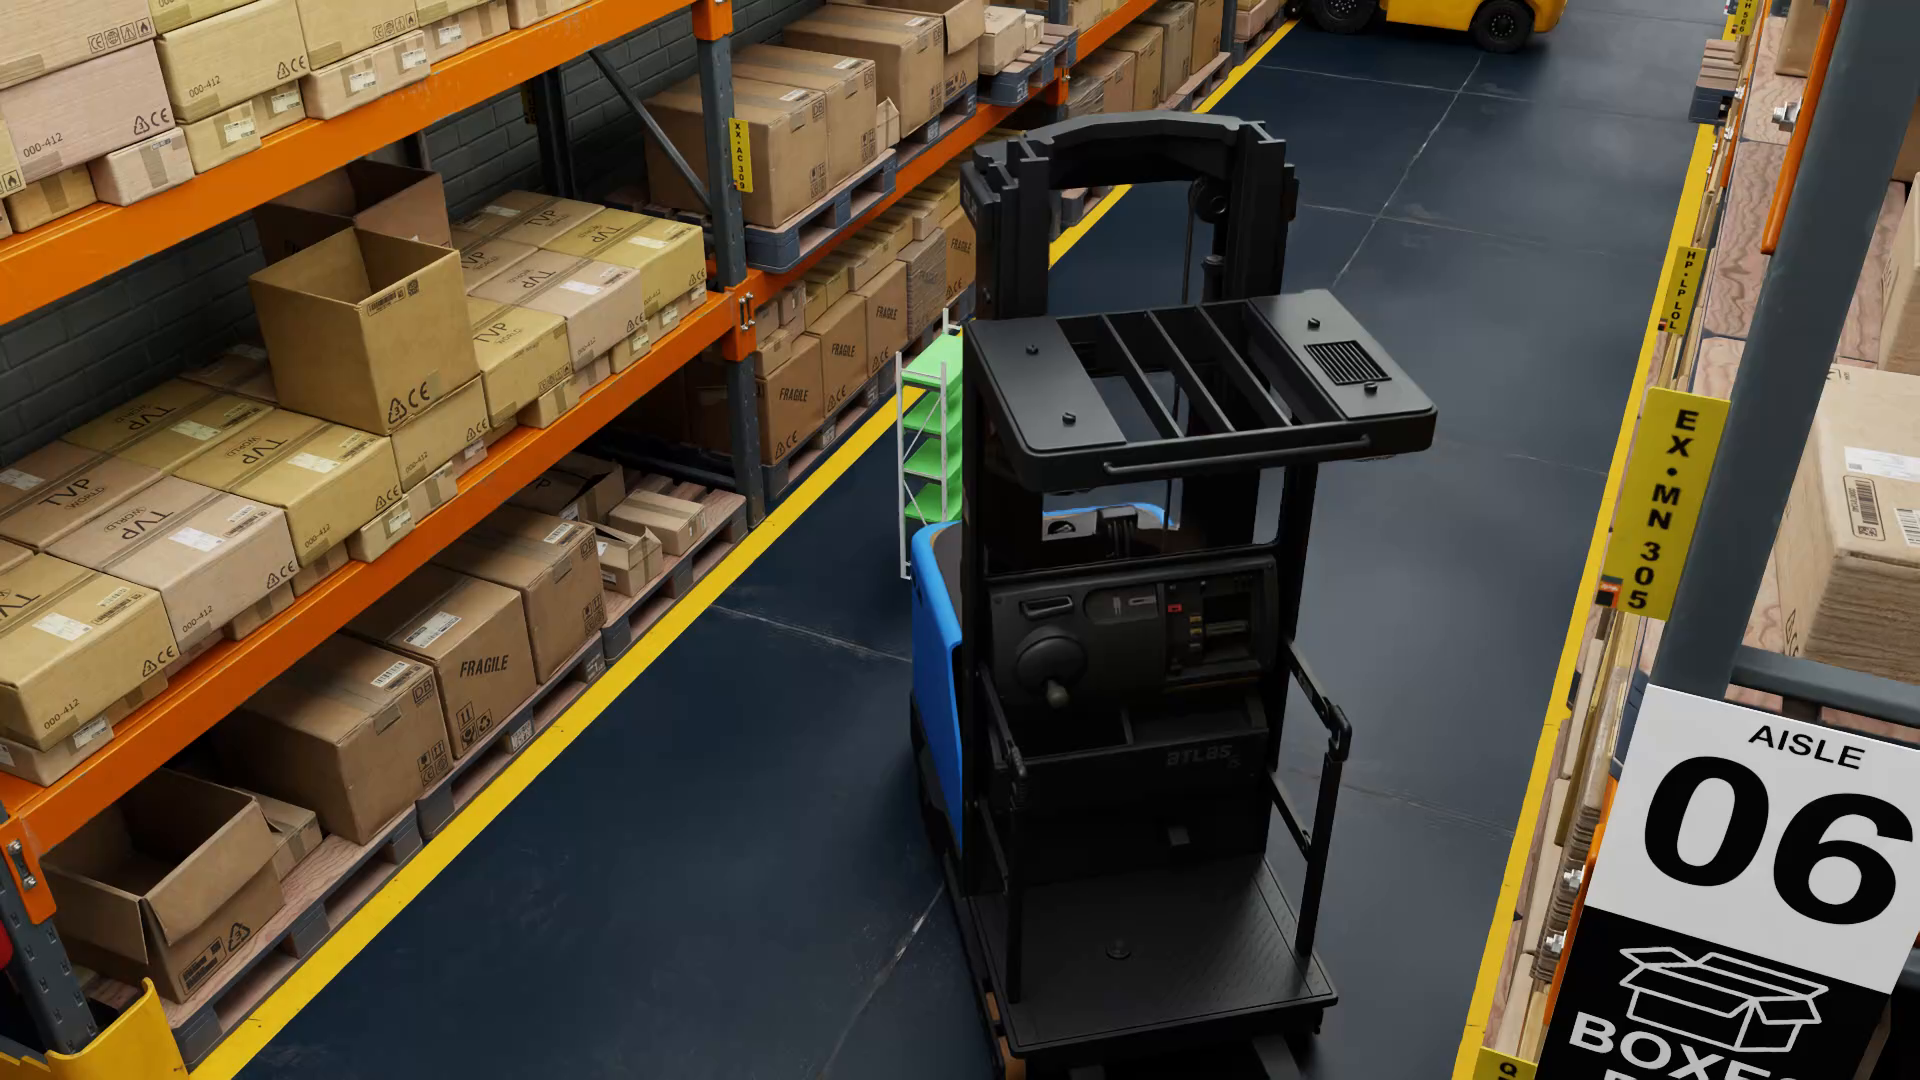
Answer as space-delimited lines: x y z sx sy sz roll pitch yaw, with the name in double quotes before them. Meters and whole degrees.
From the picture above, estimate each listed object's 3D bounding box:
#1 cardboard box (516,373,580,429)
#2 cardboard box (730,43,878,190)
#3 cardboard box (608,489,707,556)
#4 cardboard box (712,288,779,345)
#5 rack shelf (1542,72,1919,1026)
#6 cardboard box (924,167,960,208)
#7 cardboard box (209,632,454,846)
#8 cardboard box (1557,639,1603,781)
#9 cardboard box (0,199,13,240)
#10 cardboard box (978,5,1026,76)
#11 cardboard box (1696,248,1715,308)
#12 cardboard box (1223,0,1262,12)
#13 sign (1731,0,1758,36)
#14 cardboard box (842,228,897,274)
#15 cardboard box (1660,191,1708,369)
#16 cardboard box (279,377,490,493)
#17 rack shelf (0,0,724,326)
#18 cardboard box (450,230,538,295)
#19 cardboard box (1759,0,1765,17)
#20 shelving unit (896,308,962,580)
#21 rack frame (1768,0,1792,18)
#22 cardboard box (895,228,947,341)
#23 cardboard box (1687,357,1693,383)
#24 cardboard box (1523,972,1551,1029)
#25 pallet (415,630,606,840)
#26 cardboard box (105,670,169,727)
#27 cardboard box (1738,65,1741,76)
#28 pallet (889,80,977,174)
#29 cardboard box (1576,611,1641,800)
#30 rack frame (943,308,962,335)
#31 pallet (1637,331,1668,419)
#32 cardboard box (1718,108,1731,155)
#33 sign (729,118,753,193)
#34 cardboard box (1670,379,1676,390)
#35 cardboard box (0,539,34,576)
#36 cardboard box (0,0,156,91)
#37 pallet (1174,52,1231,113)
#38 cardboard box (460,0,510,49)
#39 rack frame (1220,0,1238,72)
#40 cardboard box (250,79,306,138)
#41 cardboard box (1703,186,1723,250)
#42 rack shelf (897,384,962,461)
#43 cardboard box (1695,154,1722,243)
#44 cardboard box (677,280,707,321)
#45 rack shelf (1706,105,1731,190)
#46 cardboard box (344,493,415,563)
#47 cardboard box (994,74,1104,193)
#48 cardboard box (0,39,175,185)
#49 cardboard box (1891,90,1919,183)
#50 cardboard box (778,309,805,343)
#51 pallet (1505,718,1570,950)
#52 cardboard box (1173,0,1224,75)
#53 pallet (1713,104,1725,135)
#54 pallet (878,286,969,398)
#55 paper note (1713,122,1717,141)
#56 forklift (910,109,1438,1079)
"cardboard box" -1.757 -0.597 6.654 0.380 0.149 0.250 14 36 20
"cardboard box" -0.839 -2.111 8.260 0.700 0.500 0.500 15 36 21
"cardboard box" -1.427 -0.085 7.861 0.380 0.149 0.250 13 35 19
"cardboard box" -1.124 -1.104 8.231 0.380 0.149 0.250 14 36 20
"rack shelf" 2.212 -0.267 3.842 1.077 0.370 4.000 14 36 20
"cardboard box" -0.152 -2.151 10.100 0.380 0.149 0.250 15 36 22
"cardboard box" -2.399 0.716 6.319 0.700 0.500 0.500 16 36 22
"cardboard box" 2.689 0.875 6.134 0.875 0.438 0.875 14 36 20
"cardboard box" -2.704 -0.845 4.297 0.380 0.149 0.250 15 36 21
"cardboard box" 0.065 -2.952 9.770 0.500 0.250 0.500 12 35 18
"cardboard box" 2.630 -0.588 5.408 0.500 0.500 0.500 14 36 21
"cardboard box" 2.369 -4.835 14.558 0.500 0.250 0.500 14 36 20
"sign" 4.226 -2.872 8.911 0.100 0.325 0.005 14 36 20
"cardboard box" -0.580 -1.630 9.305 0.380 0.149 0.250 15 36 22
"cardboard box" 4.358 -1.264 8.996 0.875 0.875 0.875 14 36 20
"cardboard box" -2.085 -0.444 6.057 0.500 0.250 0.500 13 36 19
"rack shelf" -2.298 -1.404 5.576 1.077 0.370 4.000 14 36 20
"cardboard box" -2.117 -1.072 7.015 0.500 0.250 0.500 14 36 20
"cardboard box" 4.095 -2.323 8.054 0.500 0.500 0.500 14 36 21
"shelving unit" -0.069 -0.419 7.795 0.258 1.200 0.503 14 36 20
"rack frame" 3.049 -2.818 4.341 1.000 3.000 0.127 14 36 20
"cardboard box" -0.405 -1.538 9.756 0.500 0.500 0.500 13 35 19
"cardboard box" 2.223 -0.439 4.590 0.380 0.149 0.250 13 35 19
"cardboard box" 1.561 1.094 3.756 0.500 0.500 0.500 13 36 19
"pallet" -2.258 0.672 7.033 1.003 0.211 1.213 14 36 20
"cardboard box" -2.683 0.413 5.114 0.380 0.149 0.250 15 36 22
"cardboard box" 4.693 -2.739 9.538 0.380 0.149 0.250 15 36 21
"pallet" -0.597 -2.388 9.332 1.003 0.211 1.213 14 36 20
"cardboard box" 1.763 0.416 3.878 0.500 0.500 0.500 14 36 20
"rack frame" 0.033 -0.541 7.981 0.240 1.200 0.015 14 36 20
"pallet" 4.324 -0.760 9.217 1.003 0.211 1.213 14 36 20
"cardboard box" 4.289 -2.053 8.782 0.500 0.250 0.500 14 36 20
"sign" -0.965 -1.688 7.299 0.100 0.325 0.005 14 36 20
"cardboard box" 2.615 -0.177 5.694 0.500 0.500 0.500 15 36 22
"cardboard box" -3.183 0.194 5.084 0.500 0.250 0.500 15 36 22
"cardboard box" -2.491 -1.392 4.311 0.500 0.250 0.500 14 36 20
"pallet" 1.613 -3.889 13.988 1.003 0.211 1.213 14 36 20
"cardboard box" -1.814 -1.848 5.826 0.380 0.149 0.250 15 36 22
"rack frame" 1.886 -5.431 13.796 1.000 3.000 0.127 14 36 20
"cardboard box" -2.233 -1.339 5.050 0.380 0.149 0.250 14 36 20
"cardboard box" 3.008 -1.049 6.112 0.500 0.500 0.500 15 36 22
"rack shelf" -0.069 -0.567 7.699 0.258 0.148 0.480 14 36 20
"cardboard box" 3.625 -1.500 7.483 0.500 0.250 0.500 15 36 21
"cardboard box" -1.365 -1.124 7.458 0.380 0.149 0.250 15 36 21
"rack shelf" 5.559 -2.997 10.741 1.077 0.370 4.000 14 36 20
"cardboard box" -2.163 -0.080 5.866 0.380 0.149 0.250 13 35 19
"cardboard box" 0.486 -2.928 11.763 0.875 0.625 0.625 15 36 22
"cardboard box" -2.506 -1.186 4.454 0.500 0.250 0.500 15 36 21
"cardboard box" 2.514 -1.145 3.957 0.797 0.503 0.637 17 37 24
"cardboard box" -1.023 -1.121 8.529 0.380 0.149 0.250 13 35 19
"pallet" 2.660 1.218 6.201 1.003 0.211 1.213 14 36 20
"cardboard box" 1.678 -4.351 13.932 0.875 0.625 0.625 16 36 23
"pallet" 6.645 -3.470 13.350 1.003 0.211 1.213 14 36 20
"pallet" -0.646 -1.304 10.046 1.003 0.211 1.213 14 36 20
"paper note" 1.726 -0.928 3.808 0.006 0.032 0.123 14 36 21
"forklift" 0.599 0.350 5.043 1.130 2.935 3.031 -7 34 -10
